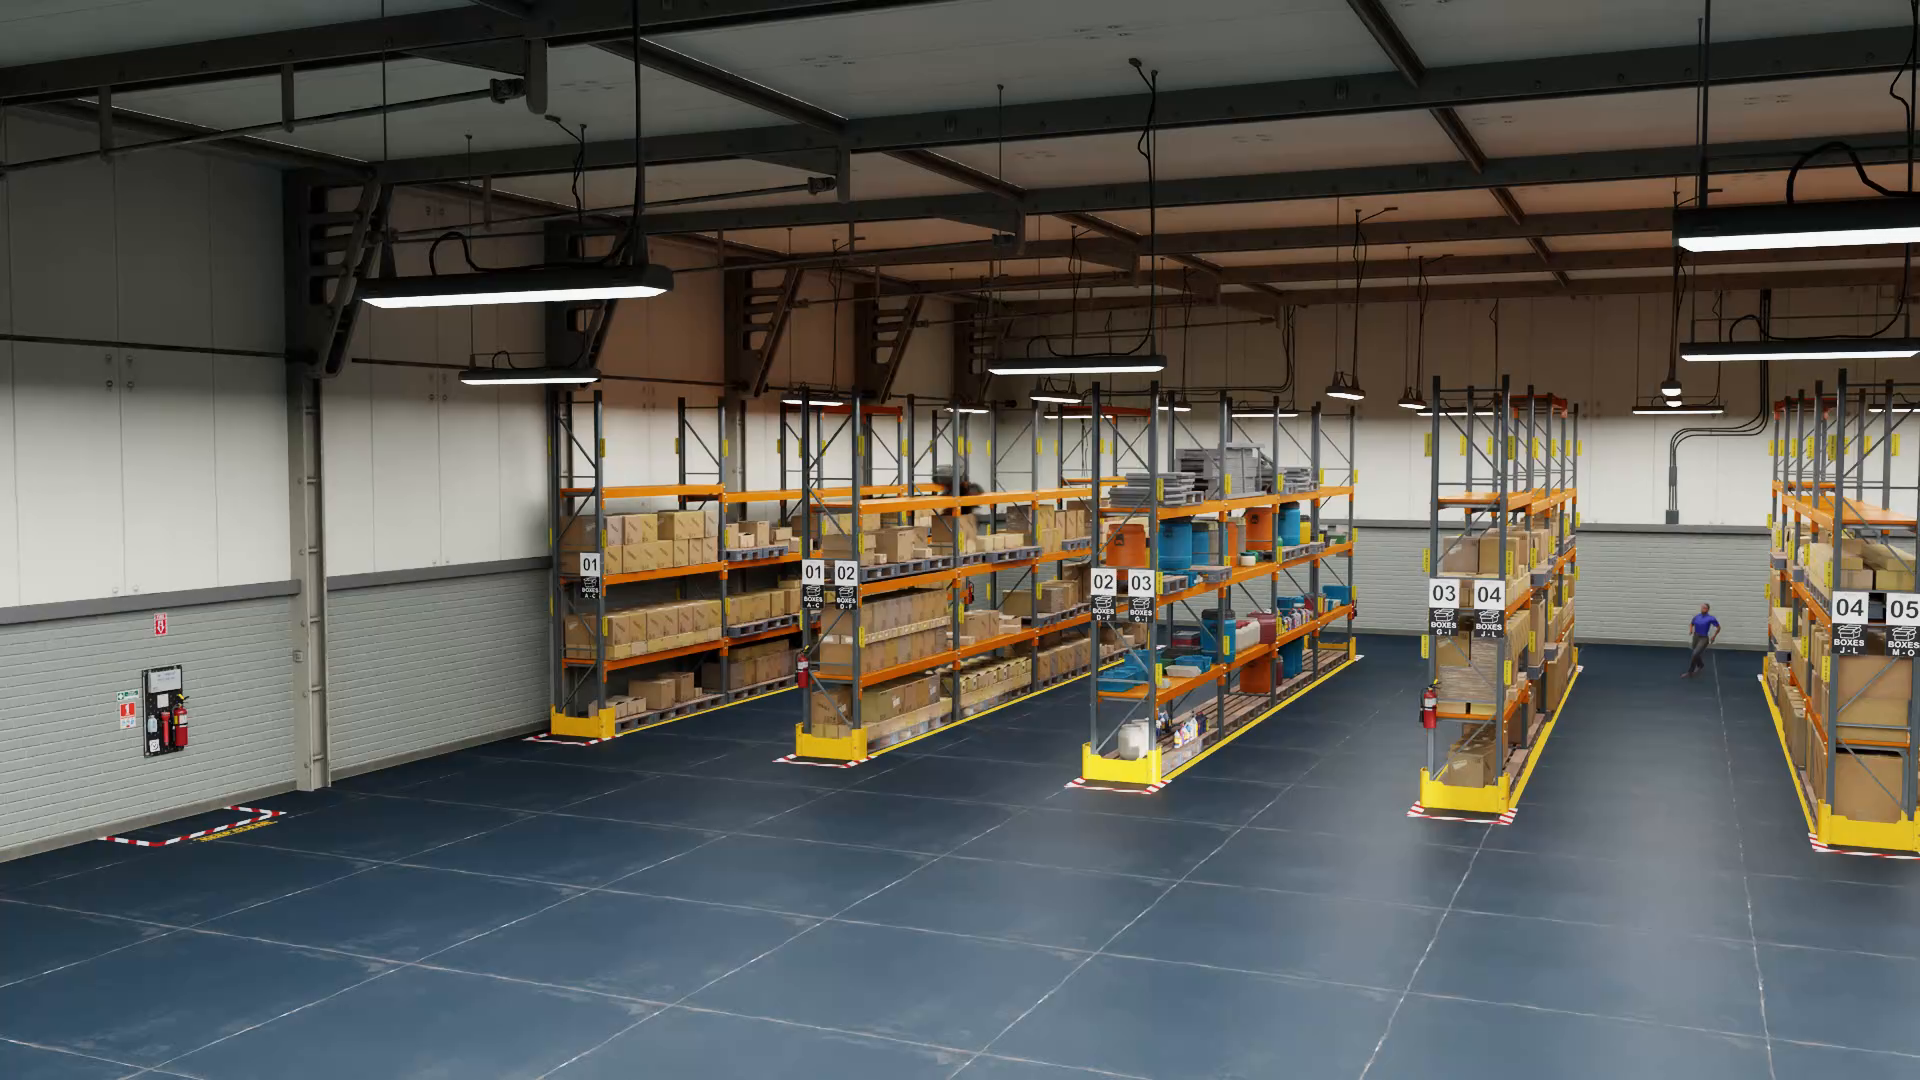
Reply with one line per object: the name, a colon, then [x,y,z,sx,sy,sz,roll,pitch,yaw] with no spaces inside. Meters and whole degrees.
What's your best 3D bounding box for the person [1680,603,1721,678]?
person: [16.115,2.186,36.193,0.924,1.613,0.632,-2,4,-32]
